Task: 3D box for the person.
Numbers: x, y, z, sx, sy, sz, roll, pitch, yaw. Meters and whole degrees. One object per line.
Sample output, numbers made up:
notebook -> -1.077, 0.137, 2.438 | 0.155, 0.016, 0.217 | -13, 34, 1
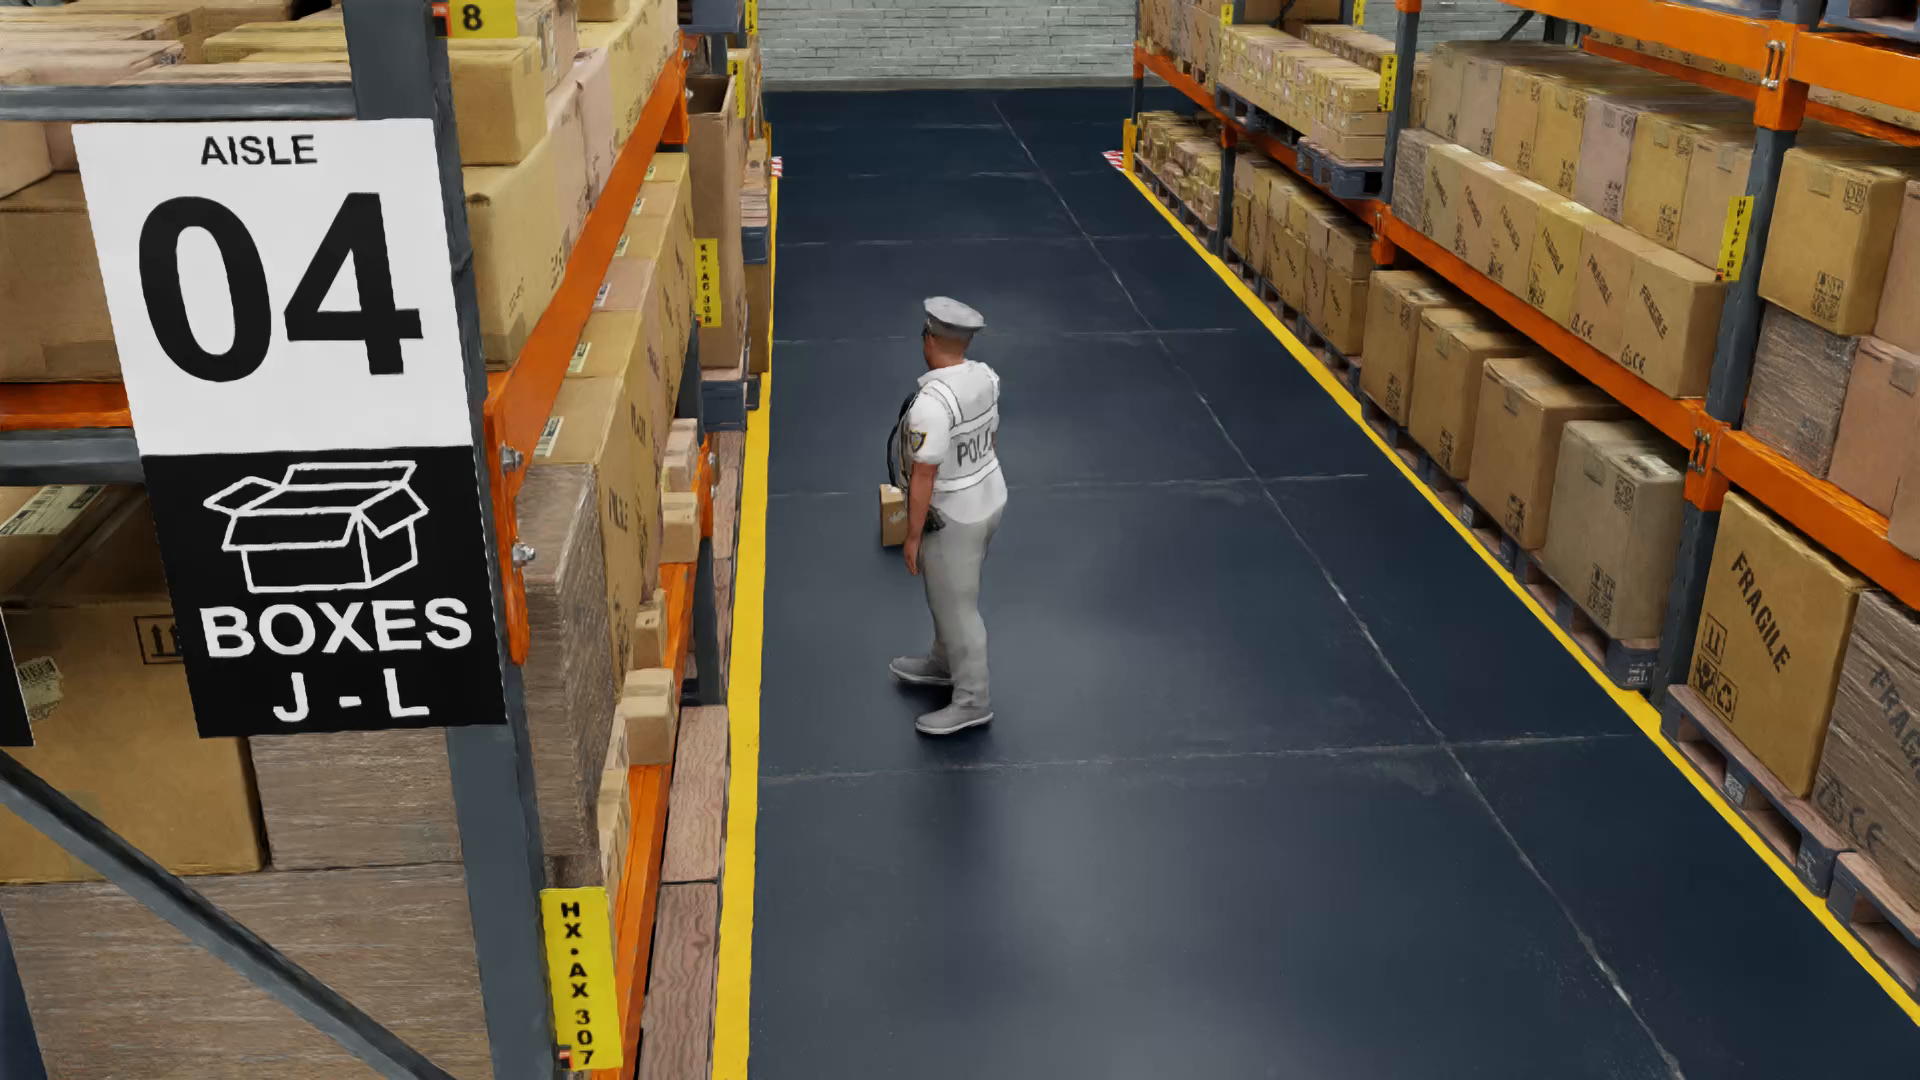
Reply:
person -> -0.079, -0.126, 6.817 | 0.577, 1.755, 0.638 | 10, 26, 22
